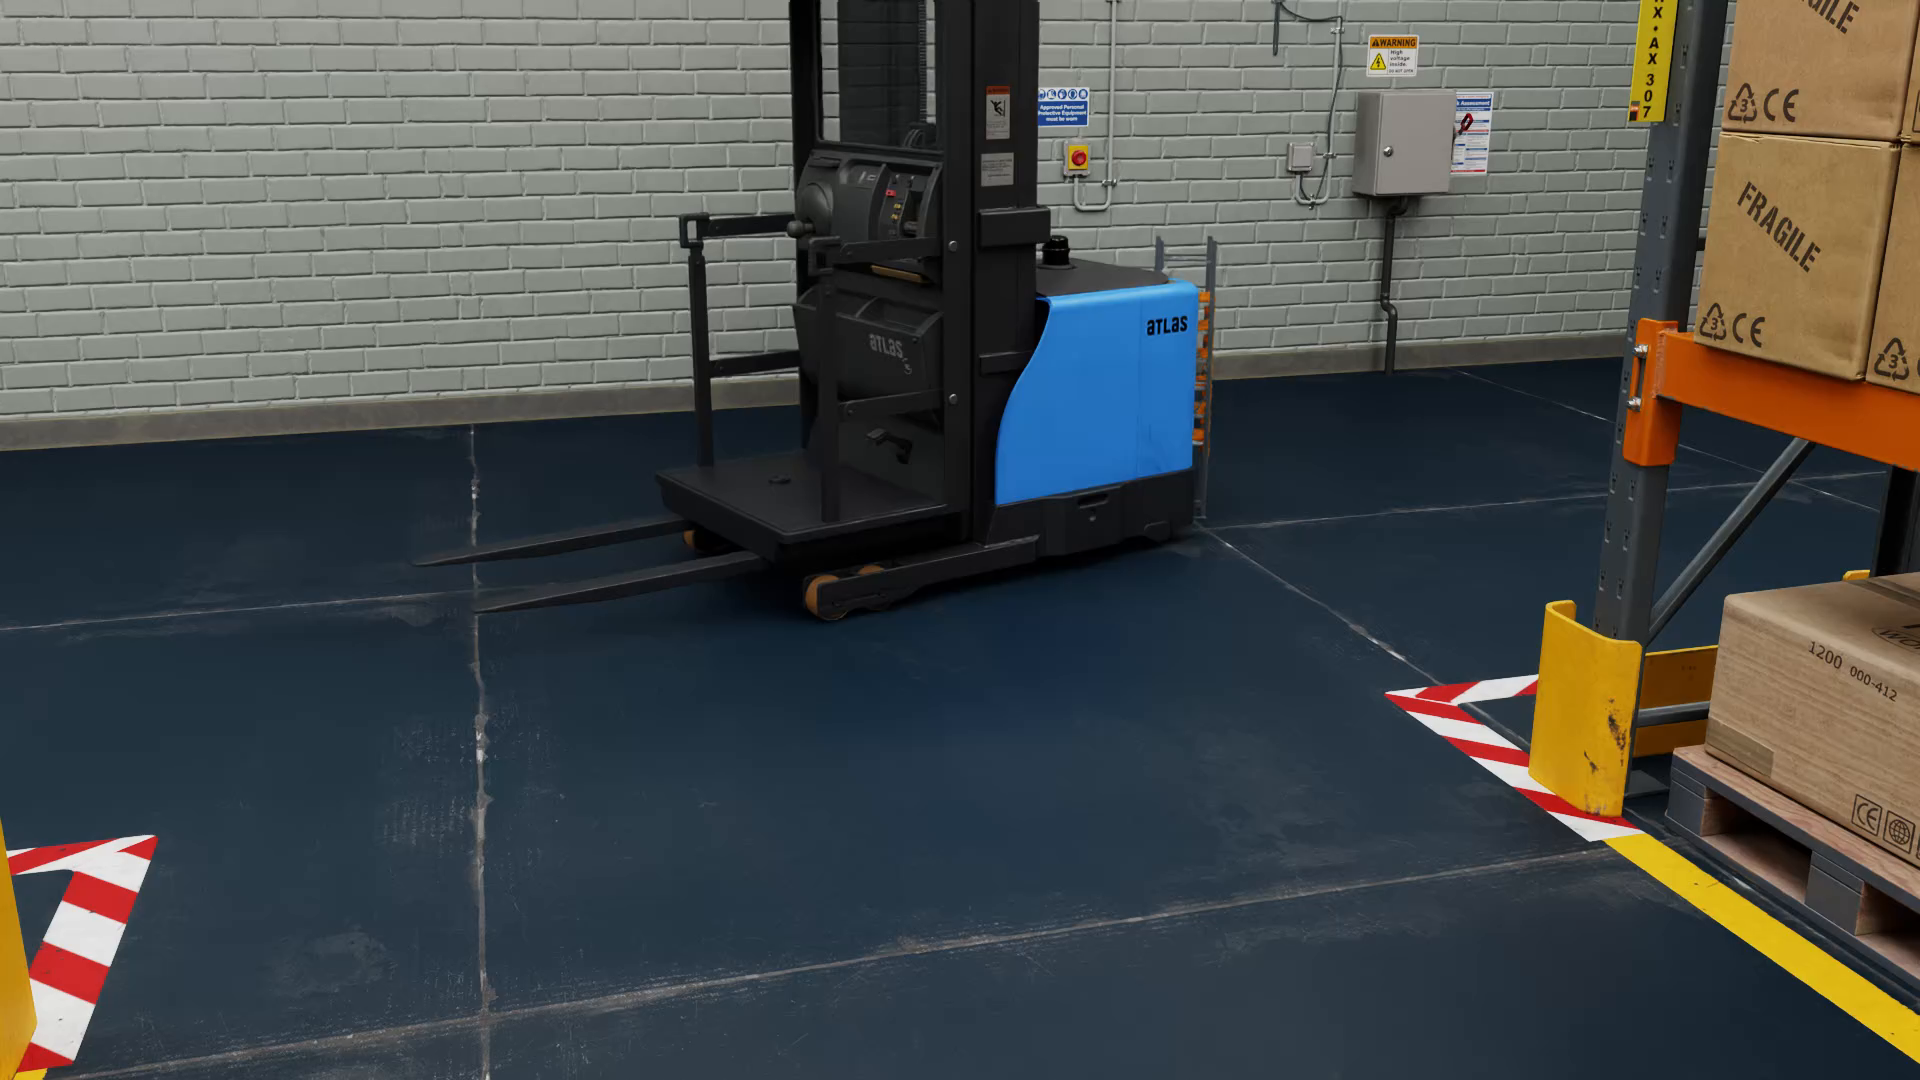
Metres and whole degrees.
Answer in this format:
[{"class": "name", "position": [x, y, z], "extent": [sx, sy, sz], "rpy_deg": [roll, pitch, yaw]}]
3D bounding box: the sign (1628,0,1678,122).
[{"class": "sign", "position": [1.683, -1.183, 4.035], "extent": [0.100, 0.325, 0.005], "rpy_deg": [-5, 17, -15]}]

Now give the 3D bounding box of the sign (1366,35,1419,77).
[{"class": "sign", "position": [2.596, -2.905, 9.974], "extent": [0.339, 0.242, 0.001], "rpy_deg": [-5, 17, -15]}]

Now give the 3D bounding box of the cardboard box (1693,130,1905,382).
[{"class": "cardboard box", "position": [2.074, -0.665, 3.780], "extent": [0.500, 0.500, 0.500], "rpy_deg": [-5, 17, -16]}]

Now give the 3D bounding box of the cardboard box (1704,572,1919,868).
[{"class": "cardboard box", "position": [2.496, 0.428, 4.038], "extent": [0.875, 0.438, 0.875], "rpy_deg": [-5, 18, -17]}]

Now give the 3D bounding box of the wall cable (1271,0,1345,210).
[{"class": "wall cable", "position": [2.006, -2.933, 9.736], "extent": [0.588, 1.984, 0.122], "rpy_deg": [-5, 17, -15]}]

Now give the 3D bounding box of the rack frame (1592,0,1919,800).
[{"class": "rack frame", "position": [2.218, -0.773, 4.312], "extent": [1.000, 3.000, 0.127], "rpy_deg": [-5, 17, -15]}]

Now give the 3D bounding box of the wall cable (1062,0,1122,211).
[{"class": "wall cable", "position": [0.646, -2.832, 9.347], "extent": [0.585, 1.953, 0.123], "rpy_deg": [-5, 17, -15]}]

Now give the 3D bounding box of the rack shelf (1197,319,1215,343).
[{"class": "rack shelf", "position": [0.954, -0.884, 7.126], "extent": [0.258, 0.103, 0.180], "rpy_deg": [1, 16, 2]}]

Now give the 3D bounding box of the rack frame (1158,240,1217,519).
[{"class": "rack frame", "position": [0.950, -0.671, 7.093], "extent": [0.240, 1.200, 0.006], "rpy_deg": [1, 16, 2]}]

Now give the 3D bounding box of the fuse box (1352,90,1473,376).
[{"class": "fuse box", "position": [2.706, -1.840, 10.102], "extent": [0.539, 1.711, 0.414], "rpy_deg": [-5, 17, -15]}]

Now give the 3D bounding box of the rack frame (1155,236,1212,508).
[{"class": "rack frame", "position": [0.958, -0.722, 7.268], "extent": [0.240, 1.200, 0.006], "rpy_deg": [1, 16, 2]}]

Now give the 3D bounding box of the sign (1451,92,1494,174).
[{"class": "sign", "position": [3.124, -2.507, 10.251], "extent": [0.329, 0.494, 0.001], "rpy_deg": [-5, 17, -15]}]

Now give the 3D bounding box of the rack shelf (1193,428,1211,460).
[{"class": "rack shelf", "position": [0.954, -0.423, 7.260], "extent": [0.258, 0.103, 0.180], "rpy_deg": [1, 16, 2]}]

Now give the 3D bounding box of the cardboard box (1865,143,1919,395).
[{"class": "cardboard box", "position": [2.240, -0.528, 3.321], "extent": [0.500, 0.500, 0.500], "rpy_deg": [-5, 17, -16]}]

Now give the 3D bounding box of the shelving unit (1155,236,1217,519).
[{"class": "shelving unit", "position": [0.954, -0.696, 7.180], "extent": [0.258, 1.200, 0.189], "rpy_deg": [1, 16, 2]}]

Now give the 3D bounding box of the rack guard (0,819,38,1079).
[{"class": "rack guard", "position": [-2.493, 0.864, 3.205], "extent": [1.175, 0.500, 0.348], "rpy_deg": [-5, 17, -15]}]

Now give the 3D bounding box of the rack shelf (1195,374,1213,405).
[{"class": "rack shelf", "position": [0.954, -0.653, 7.193], "extent": [0.258, 0.103, 0.180], "rpy_deg": [1, 16, 2]}]

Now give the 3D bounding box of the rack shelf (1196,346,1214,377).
[{"class": "rack shelf", "position": [0.954, -0.769, 7.159], "extent": [0.258, 0.103, 0.180], "rpy_deg": [1, 16, 2]}]

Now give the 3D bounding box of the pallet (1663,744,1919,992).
[{"class": "pallet", "position": [2.513, 0.777, 3.997], "extent": [1.003, 0.211, 1.213], "rpy_deg": [-5, 17, -15]}]

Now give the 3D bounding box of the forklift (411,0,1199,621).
[{"class": "forklift", "position": [-0.524, -1.284, 6.131], "extent": [3.031, 2.935, 1.130], "rpy_deg": [-11, 20, -33]}]

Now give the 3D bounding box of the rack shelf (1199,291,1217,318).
[{"class": "rack shelf", "position": [0.954, -0.999, 7.092], "extent": [0.258, 0.103, 0.180], "rpy_deg": [1, 16, 2]}]

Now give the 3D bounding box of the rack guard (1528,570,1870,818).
[{"class": "rack guard", "position": [2.211, 0.417, 4.693], "extent": [1.175, 0.500, 0.348], "rpy_deg": [-5, 17, -15]}]

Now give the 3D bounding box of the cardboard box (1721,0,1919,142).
[{"class": "cardboard box", "position": [2.076, -1.145, 3.636], "extent": [0.500, 0.500, 0.500], "rpy_deg": [-5, 17, -16]}]

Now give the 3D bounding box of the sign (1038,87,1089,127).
[{"class": "sign", "position": [0.583, -2.473, 9.503], "extent": [0.327, 0.218, 0.001], "rpy_deg": [-5, 17, -15]}]

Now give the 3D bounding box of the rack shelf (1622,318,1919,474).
[{"class": "rack shelf", "position": [2.768, 0.125, 2.573], "extent": [1.077, 0.370, 4.000], "rpy_deg": [-5, 17, -15]}]

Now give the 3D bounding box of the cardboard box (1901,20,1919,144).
[{"class": "cardboard box", "position": [2.225, -1.002, 3.162], "extent": [0.500, 0.500, 0.500], "rpy_deg": [-5, 17, -17]}]

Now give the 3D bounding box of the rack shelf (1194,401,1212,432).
[{"class": "rack shelf", "position": [0.954, -0.538, 7.226], "extent": [0.258, 0.103, 0.180], "rpy_deg": [1, 16, 2]}]
